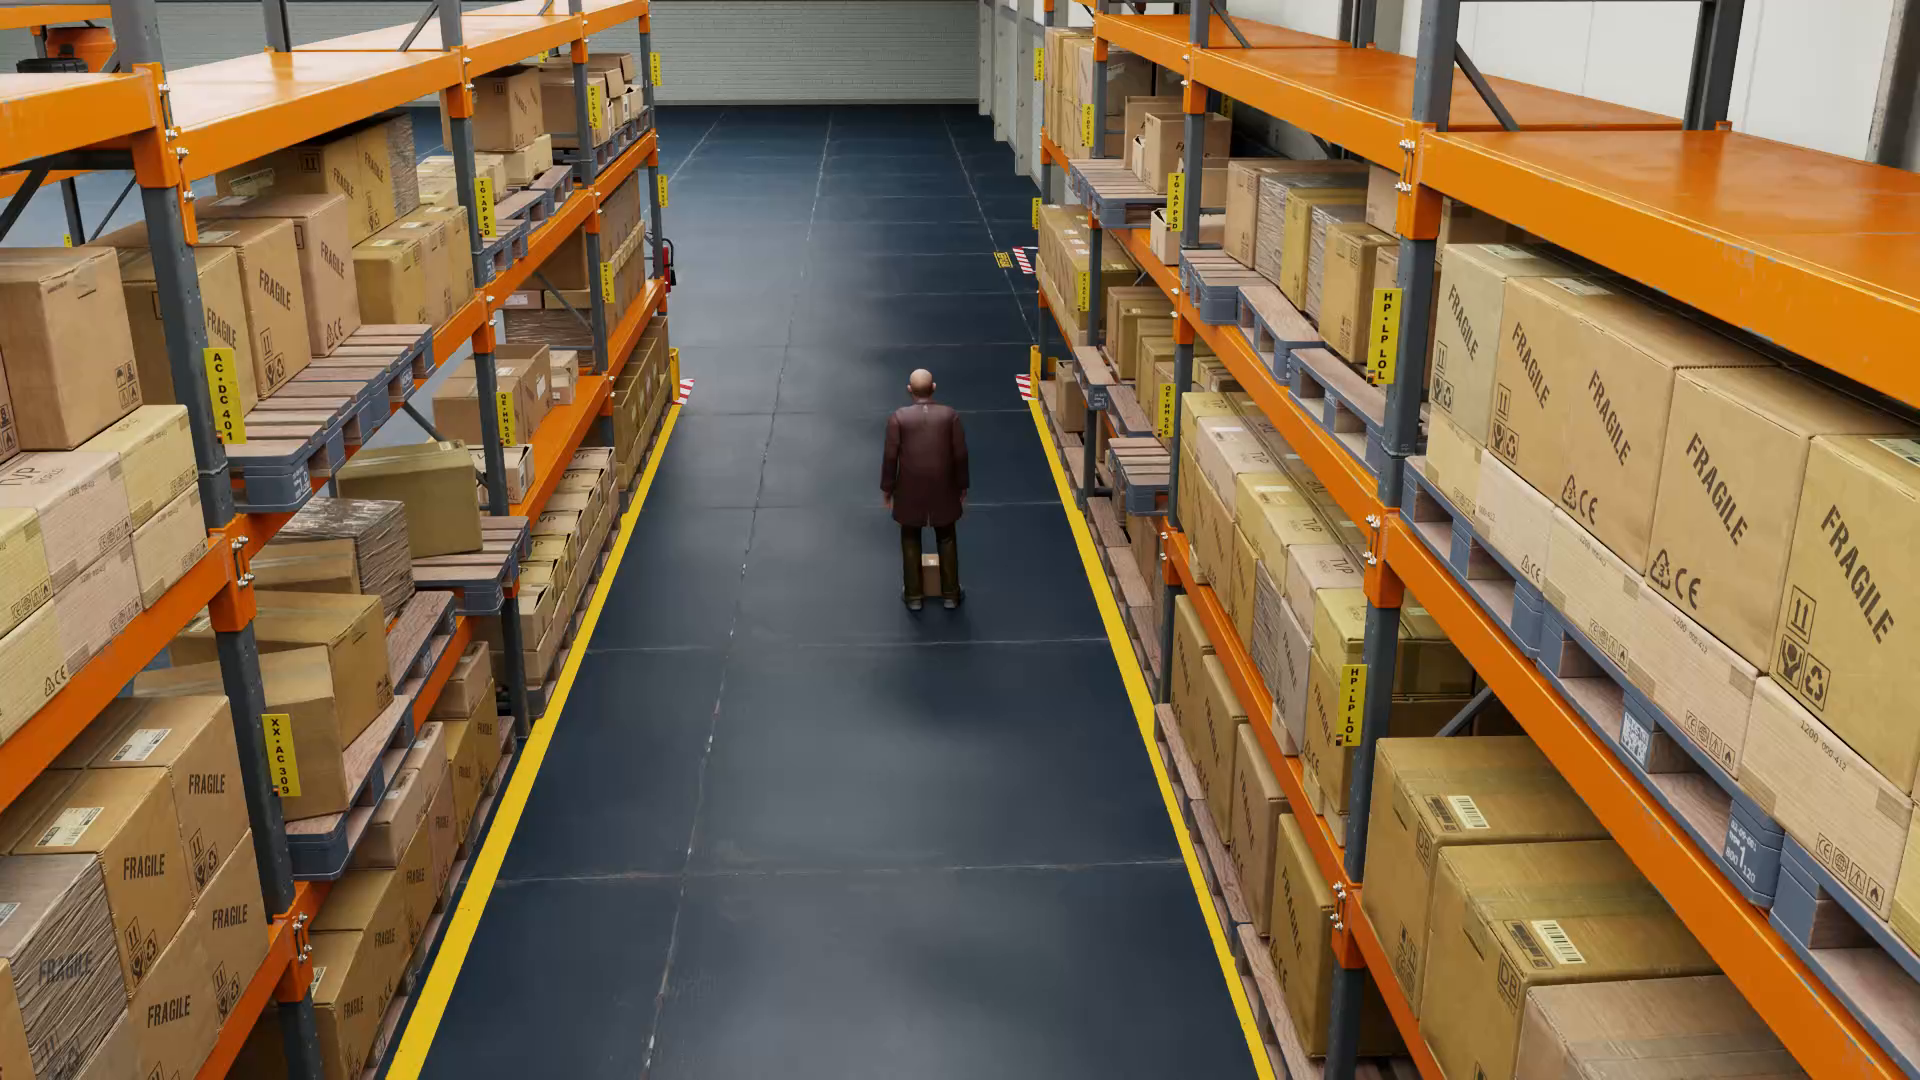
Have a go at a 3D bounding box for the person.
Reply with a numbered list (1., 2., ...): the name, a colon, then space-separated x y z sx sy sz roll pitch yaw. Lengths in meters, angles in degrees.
1. person: -0.252 -0.366 12.096 0.656 1.774 0.417 -2 20 -5
